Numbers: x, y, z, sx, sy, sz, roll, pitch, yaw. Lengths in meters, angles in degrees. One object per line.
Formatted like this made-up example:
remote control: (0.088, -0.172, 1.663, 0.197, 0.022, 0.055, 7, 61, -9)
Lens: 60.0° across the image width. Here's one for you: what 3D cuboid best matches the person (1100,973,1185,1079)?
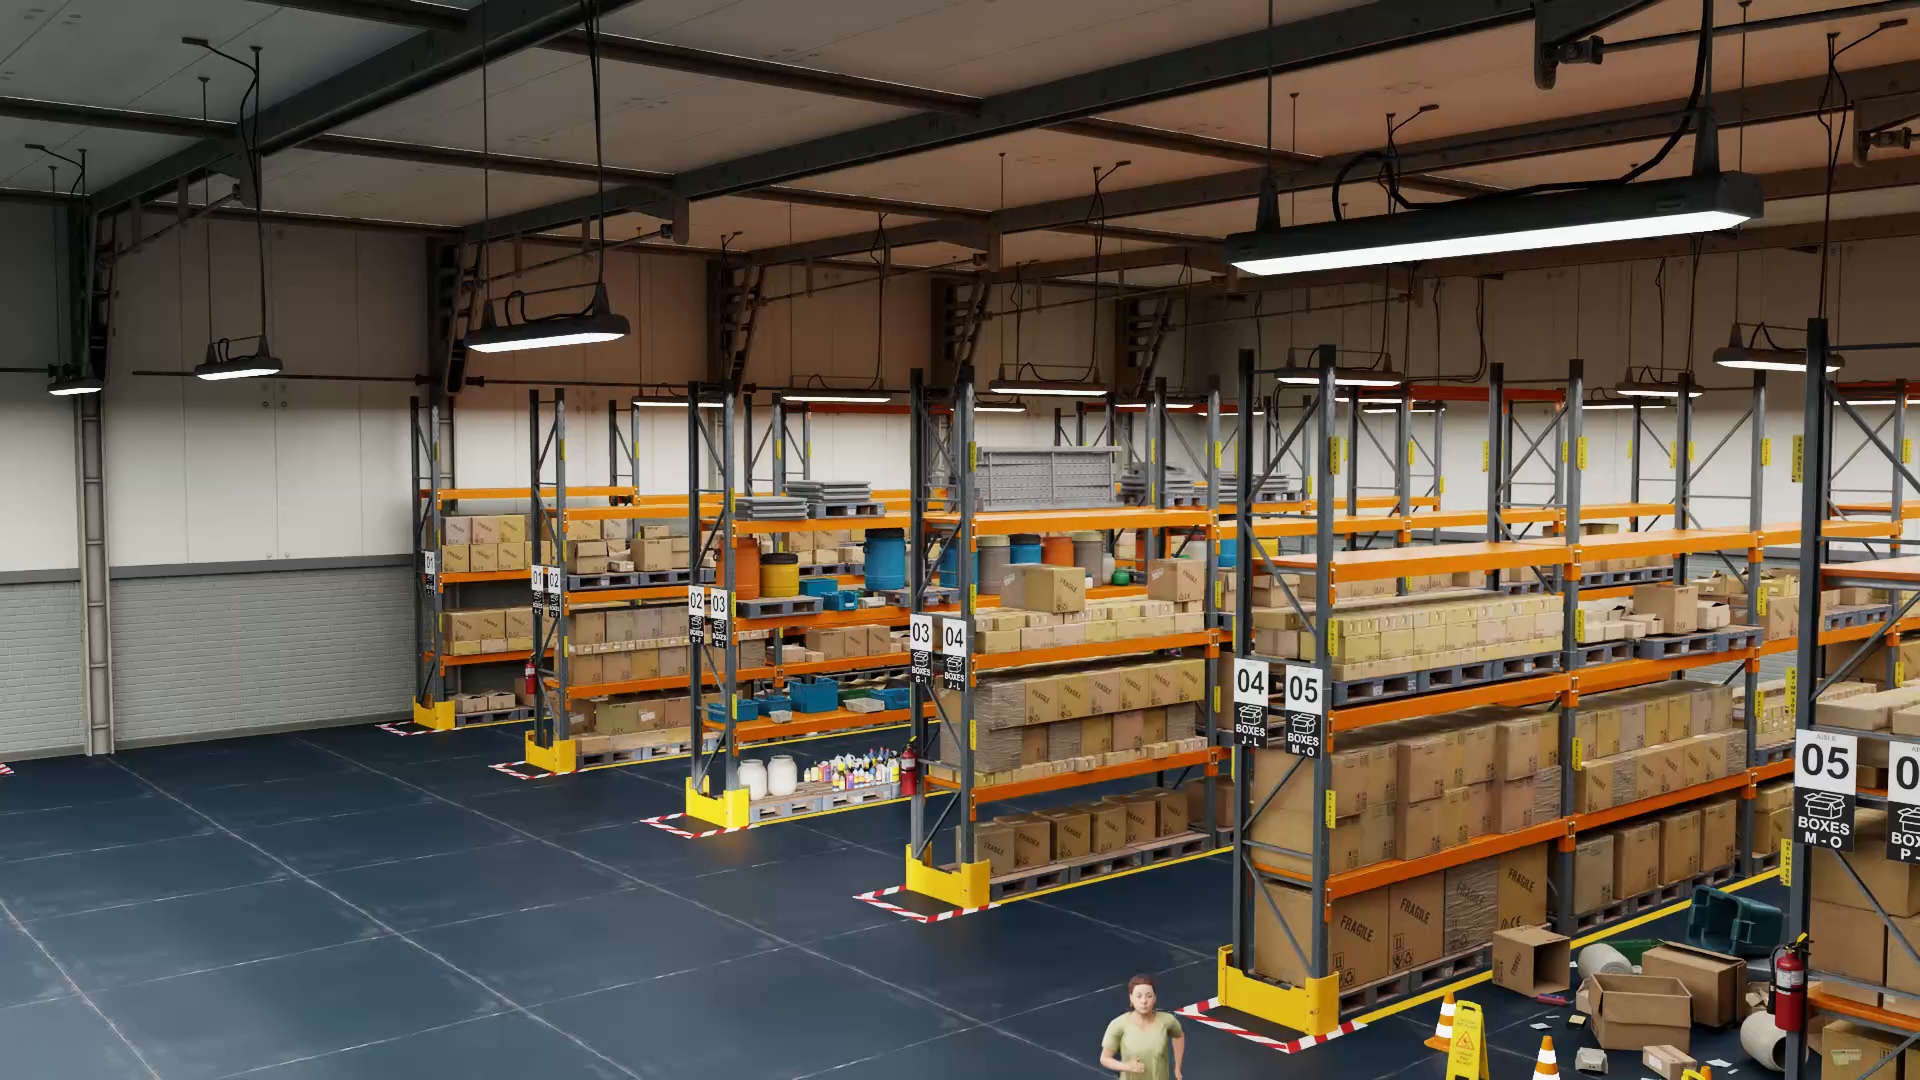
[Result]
person: (1.191, 3.675, 10.838, 0.562, 1.671, 0.912, 0, 3, 4)
